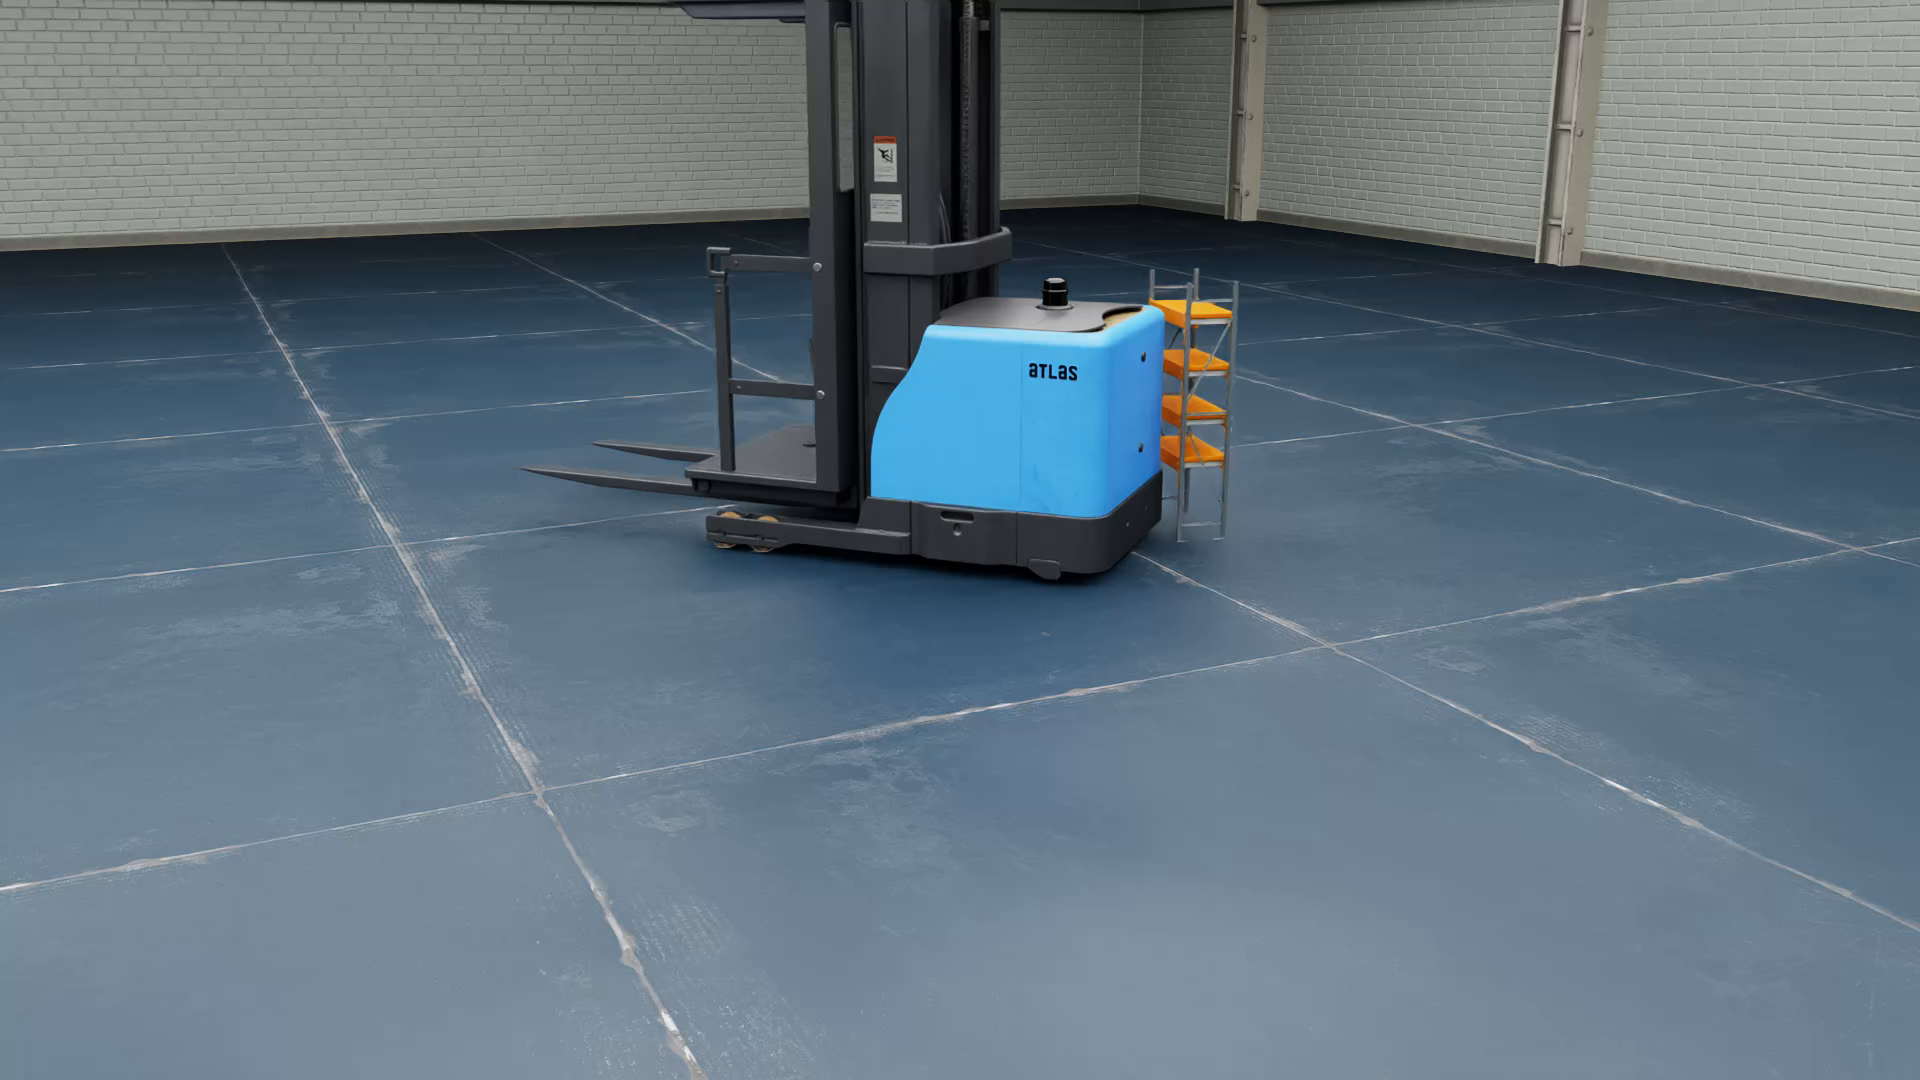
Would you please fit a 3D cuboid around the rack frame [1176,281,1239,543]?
[{"bbox_3d":[1.122,-0.571,7.563,0.240,1.200,0.015,-3,16,-13],"label":"rack frame"}]

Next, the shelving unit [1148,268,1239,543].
[{"bbox_3d":[1.066,-0.637,7.791,0.258,1.200,0.503,-3,16,-13],"label":"shelving unit"}]

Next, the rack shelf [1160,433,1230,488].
[{"bbox_3d":[1.065,-0.381,7.864,0.258,0.148,0.480,-3,16,-13],"label":"rack shelf"}]

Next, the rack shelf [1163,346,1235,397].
[{"bbox_3d":[1.067,-0.787,7.748,0.258,0.148,0.480,-3,16,-13],"label":"rack shelf"}]

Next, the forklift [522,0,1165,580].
[{"bbox_3d":[-0.622,-1.477,7.583,3.031,2.935,1.130,6,17,21],"label":"forklift"}]

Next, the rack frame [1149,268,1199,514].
[{"bbox_3d":[1.010,-0.702,8.020,0.240,1.200,0.015,-3,16,-13],"label":"rack frame"}]

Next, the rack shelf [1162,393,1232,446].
[{"bbox_3d":[1.066,-0.572,7.810,0.258,0.148,0.480,-3,16,-13],"label":"rack shelf"}]

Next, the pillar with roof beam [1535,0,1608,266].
[{"bbox_3d":[2.748,-6.863,15.351,9.100,9.000,0.400,-8,18,-25],"label":"pillar with roof beam"}]

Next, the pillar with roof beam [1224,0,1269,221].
[{"bbox_3d":[0.120,-8.351,20.536,9.100,9.000,0.400,-8,18,-25],"label":"pillar with roof beam"}]

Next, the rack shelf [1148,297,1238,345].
[{"bbox_3d":[1.068,-1.015,7.683,0.258,0.148,0.480,-3,16,-13],"label":"rack shelf"}]
